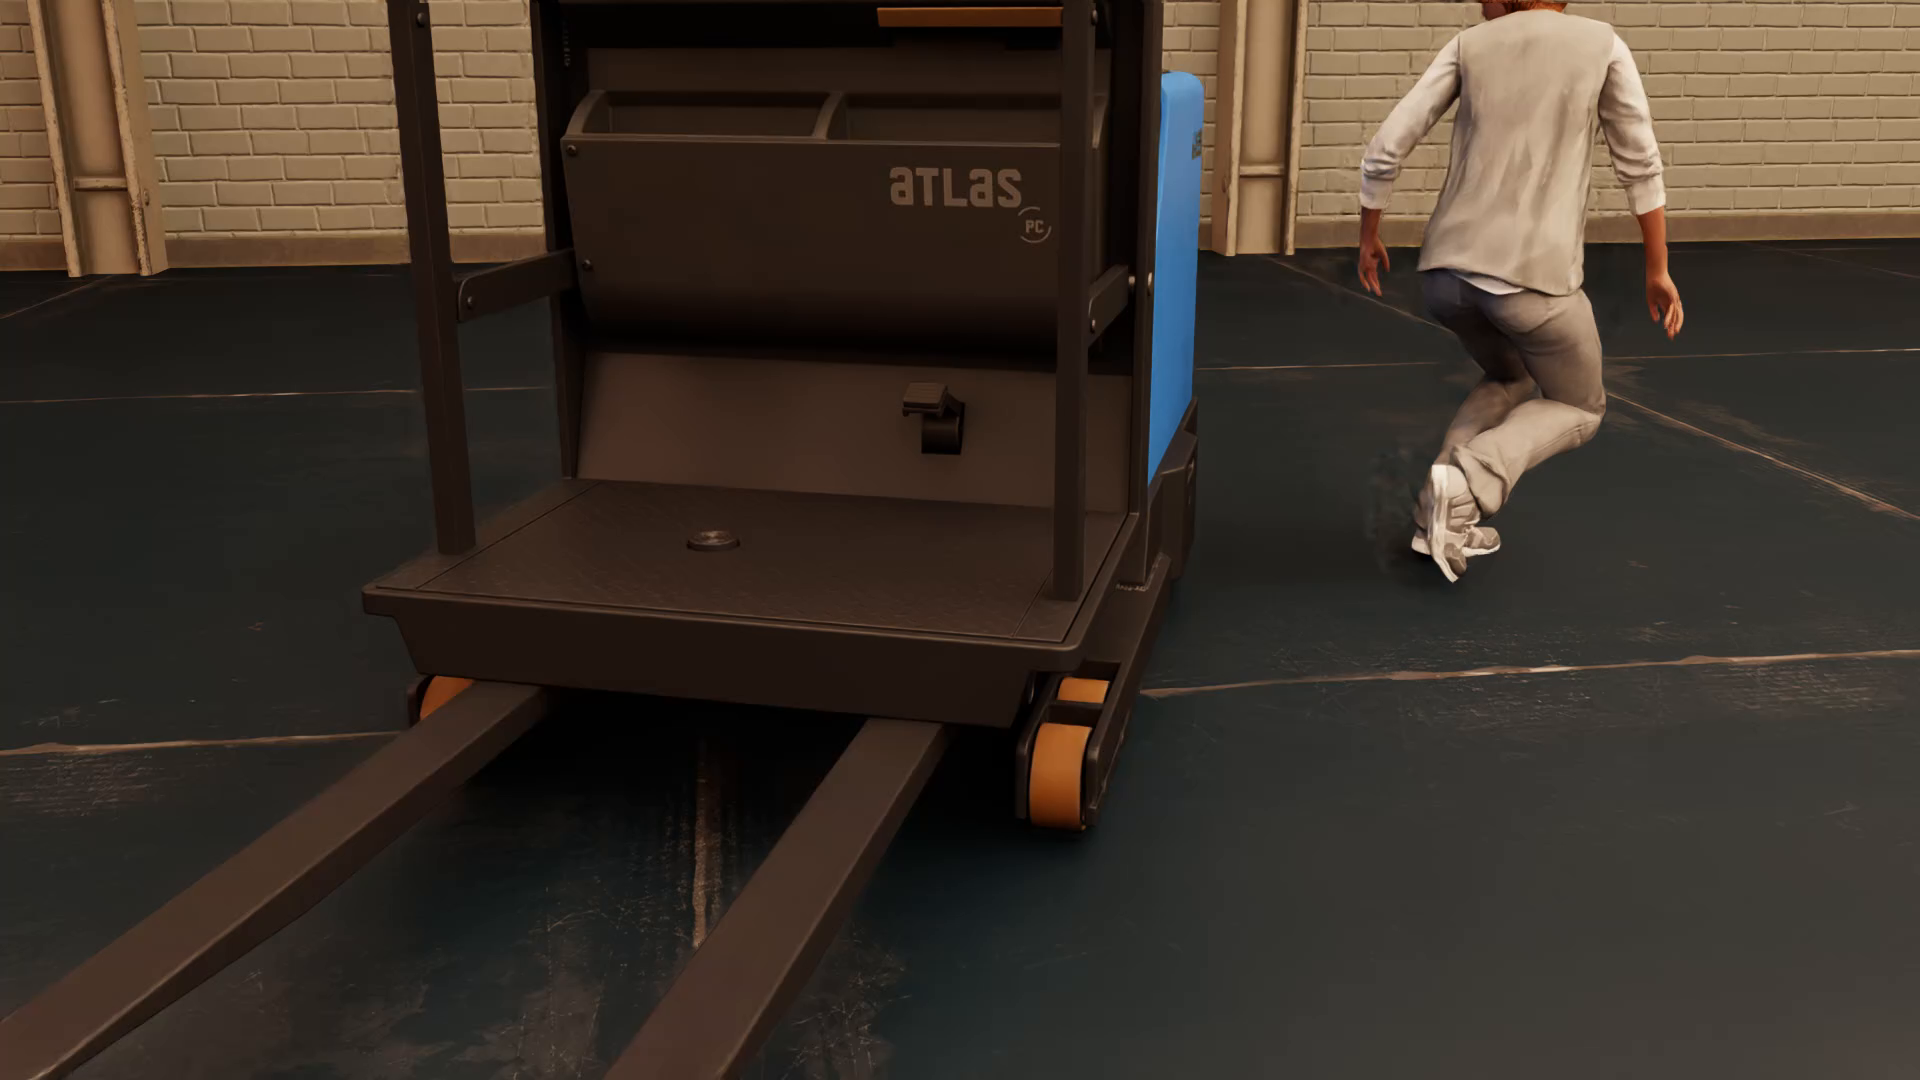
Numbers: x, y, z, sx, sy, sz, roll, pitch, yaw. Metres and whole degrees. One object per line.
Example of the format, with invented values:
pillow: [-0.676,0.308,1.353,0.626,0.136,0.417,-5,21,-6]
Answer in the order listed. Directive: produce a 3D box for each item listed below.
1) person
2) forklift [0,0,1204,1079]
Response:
person: [1.163,-0.597,3.590,0.692,1.394,0.583,13,21,37]
forklift: [-0.263,-1.083,2.479,1.130,2.935,3.031,4,17,13]
